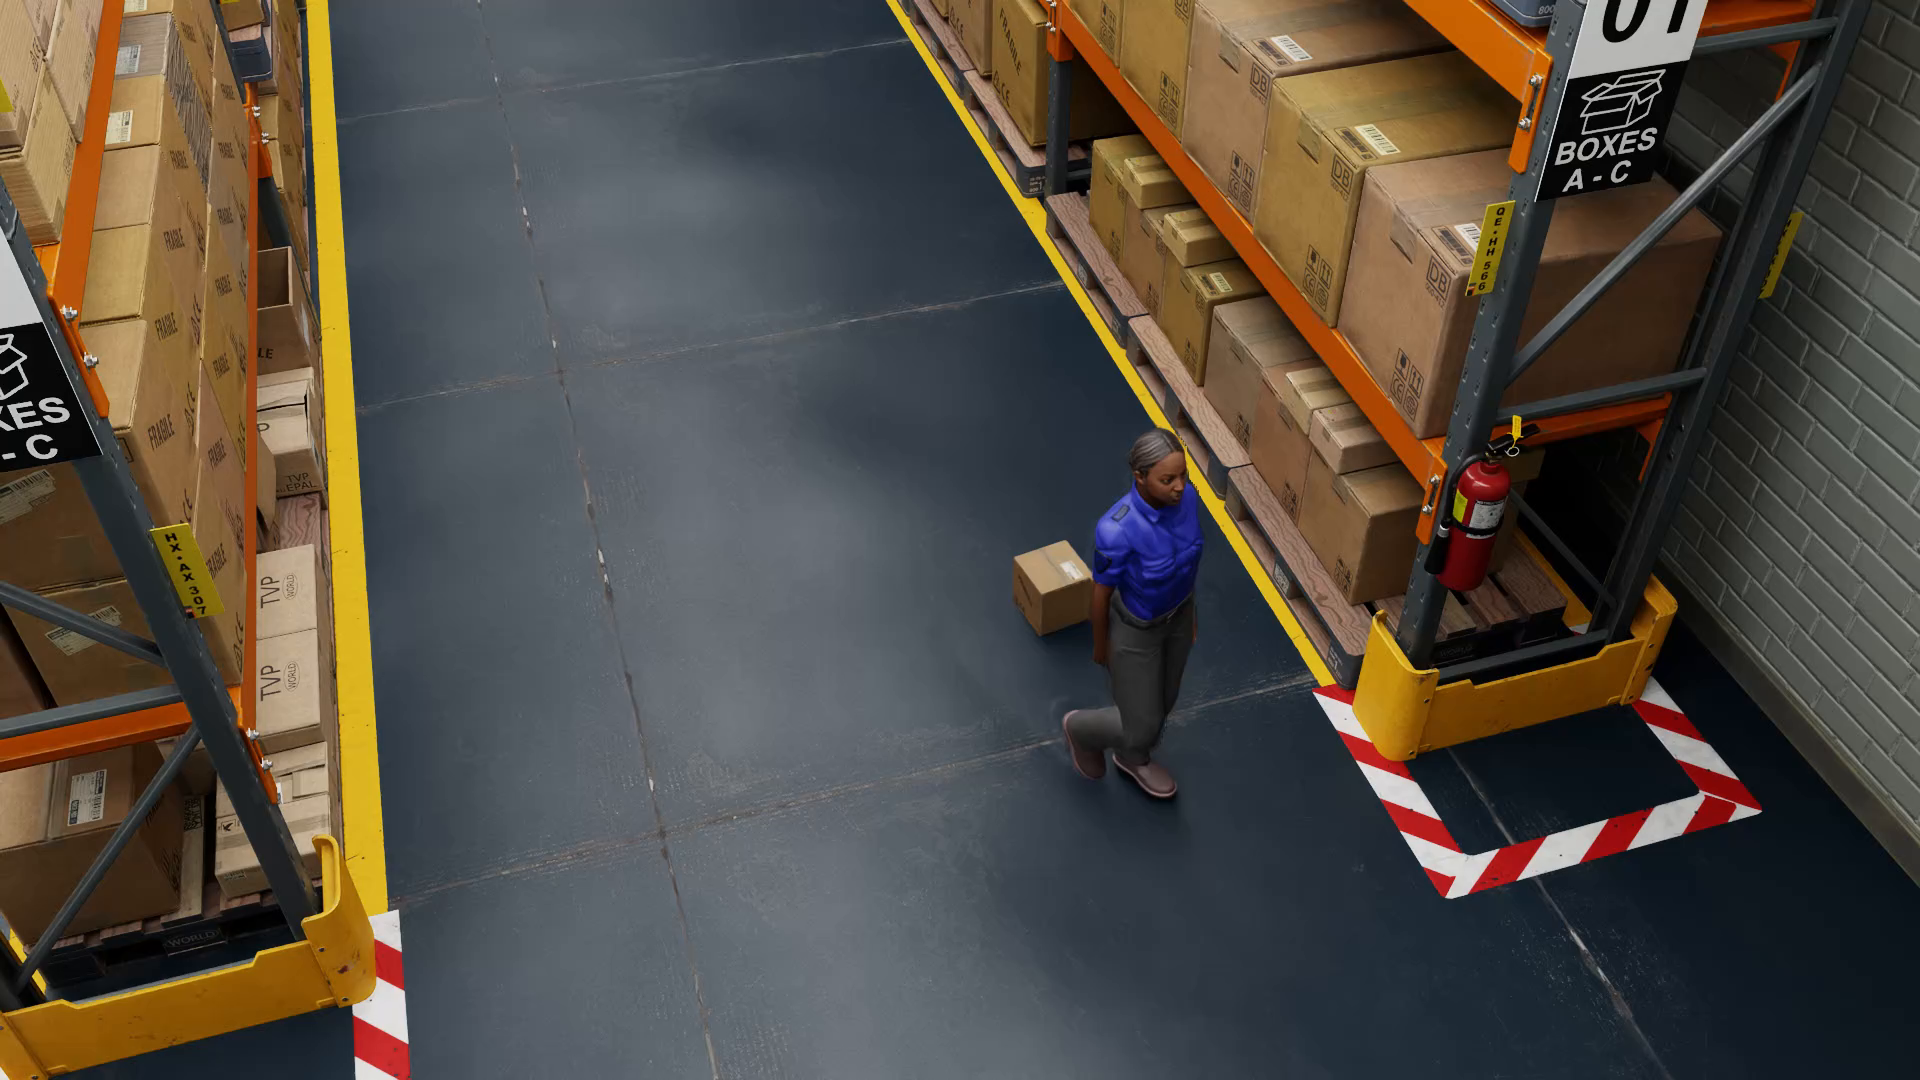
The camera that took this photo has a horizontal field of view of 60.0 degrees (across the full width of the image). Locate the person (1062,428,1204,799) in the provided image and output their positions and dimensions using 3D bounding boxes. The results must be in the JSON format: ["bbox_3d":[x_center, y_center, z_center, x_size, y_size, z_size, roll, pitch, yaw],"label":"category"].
[{"bbox_3d":[0.643,0.286,5.820,0.436,1.644,0.464,-32,52,-30],"label":"person"}]
